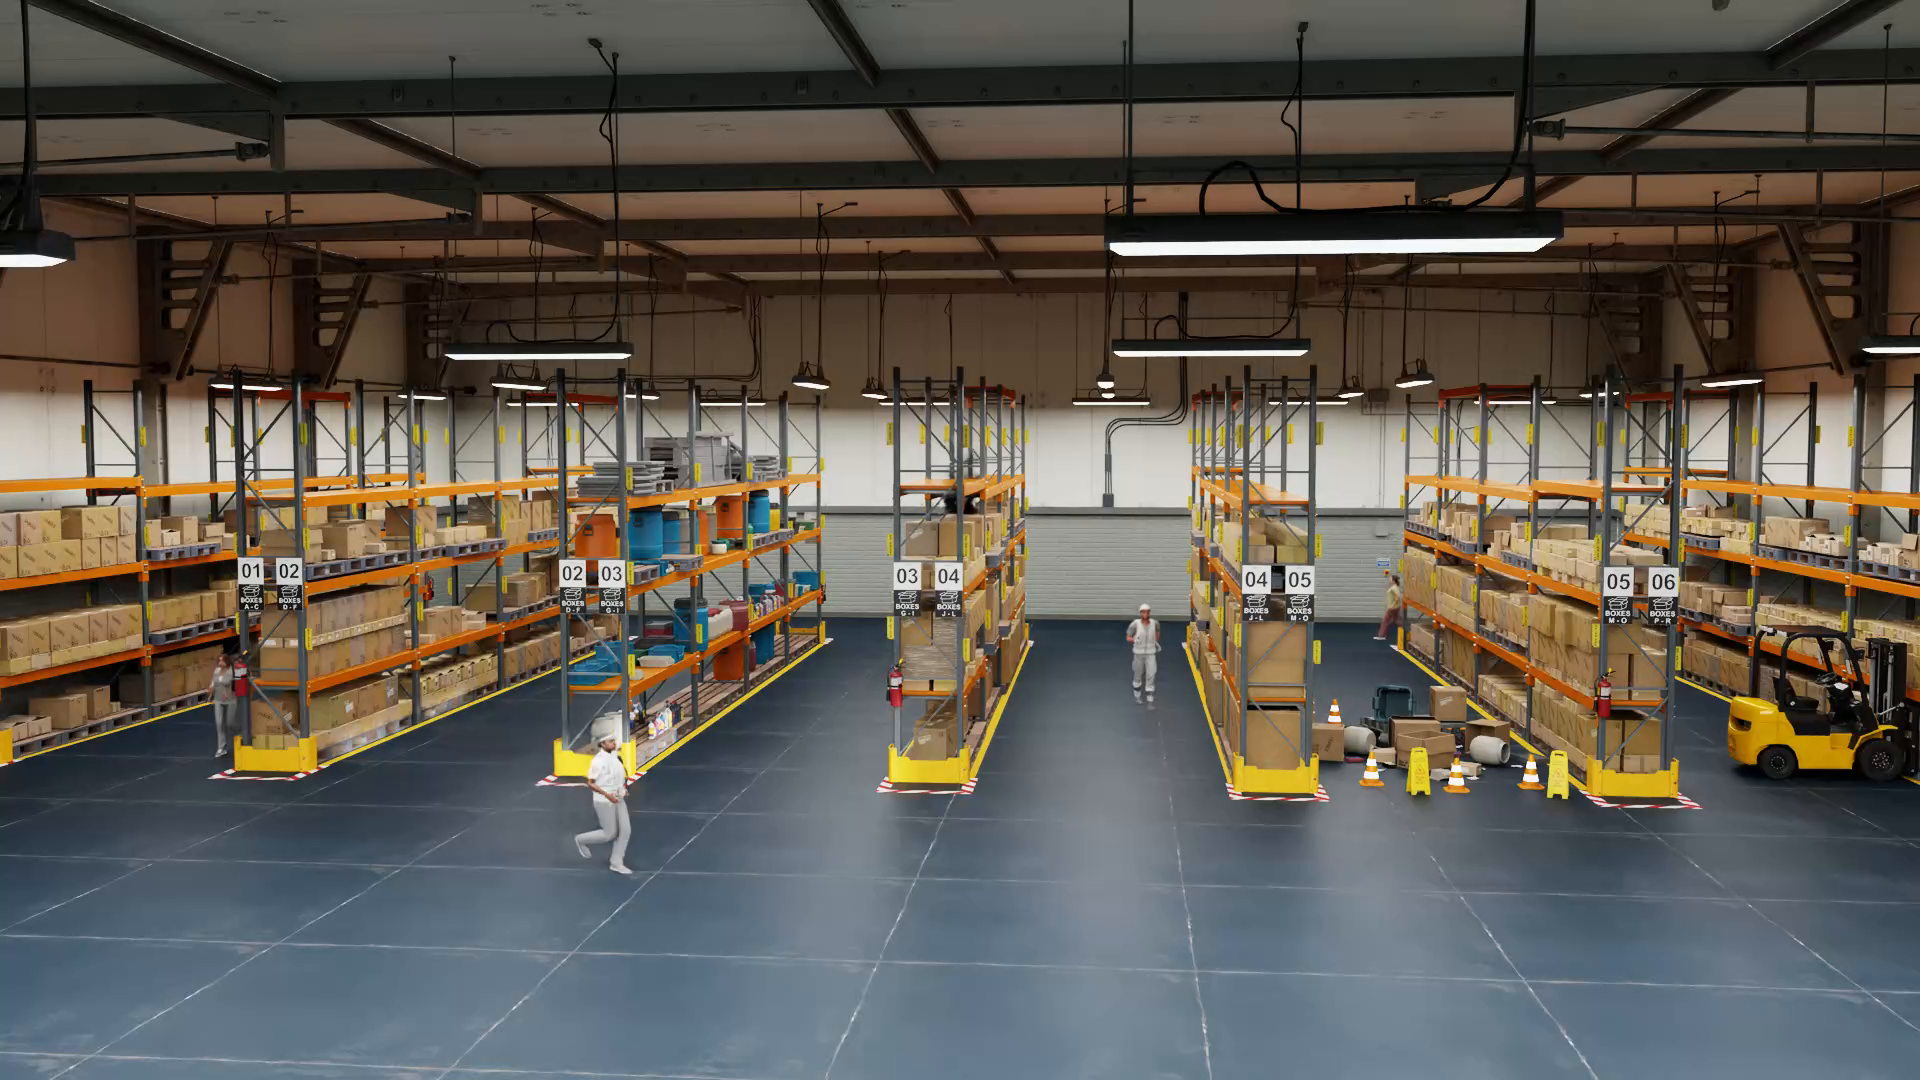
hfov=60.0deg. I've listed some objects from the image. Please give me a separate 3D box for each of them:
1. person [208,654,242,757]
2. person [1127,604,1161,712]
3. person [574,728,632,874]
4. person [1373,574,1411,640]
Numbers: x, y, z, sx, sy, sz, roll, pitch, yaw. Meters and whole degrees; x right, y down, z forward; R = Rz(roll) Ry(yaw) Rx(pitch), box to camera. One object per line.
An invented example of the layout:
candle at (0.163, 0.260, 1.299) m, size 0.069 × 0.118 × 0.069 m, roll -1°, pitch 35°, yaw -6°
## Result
person at (-11.564, 2.576, 26.216) m, size 0.557 × 1.589 × 0.746 m, roll 0°, pitch 4°, yaw 1°
person at (3.195, 2.016, 28.905) m, size 0.613 × 1.837 × 0.849 m, roll 0°, pitch 4°, yaw -2°
person at (-4.084, 2.995, 19.159) m, size 0.711 × 1.675 × 0.577 m, roll 1°, pitch 4°, yaw 23°
person at (10.500, 1.657, 40.412) m, size 0.918 × 1.607 × 0.631 m, roll 1°, pitch 4°, yaw 22°
